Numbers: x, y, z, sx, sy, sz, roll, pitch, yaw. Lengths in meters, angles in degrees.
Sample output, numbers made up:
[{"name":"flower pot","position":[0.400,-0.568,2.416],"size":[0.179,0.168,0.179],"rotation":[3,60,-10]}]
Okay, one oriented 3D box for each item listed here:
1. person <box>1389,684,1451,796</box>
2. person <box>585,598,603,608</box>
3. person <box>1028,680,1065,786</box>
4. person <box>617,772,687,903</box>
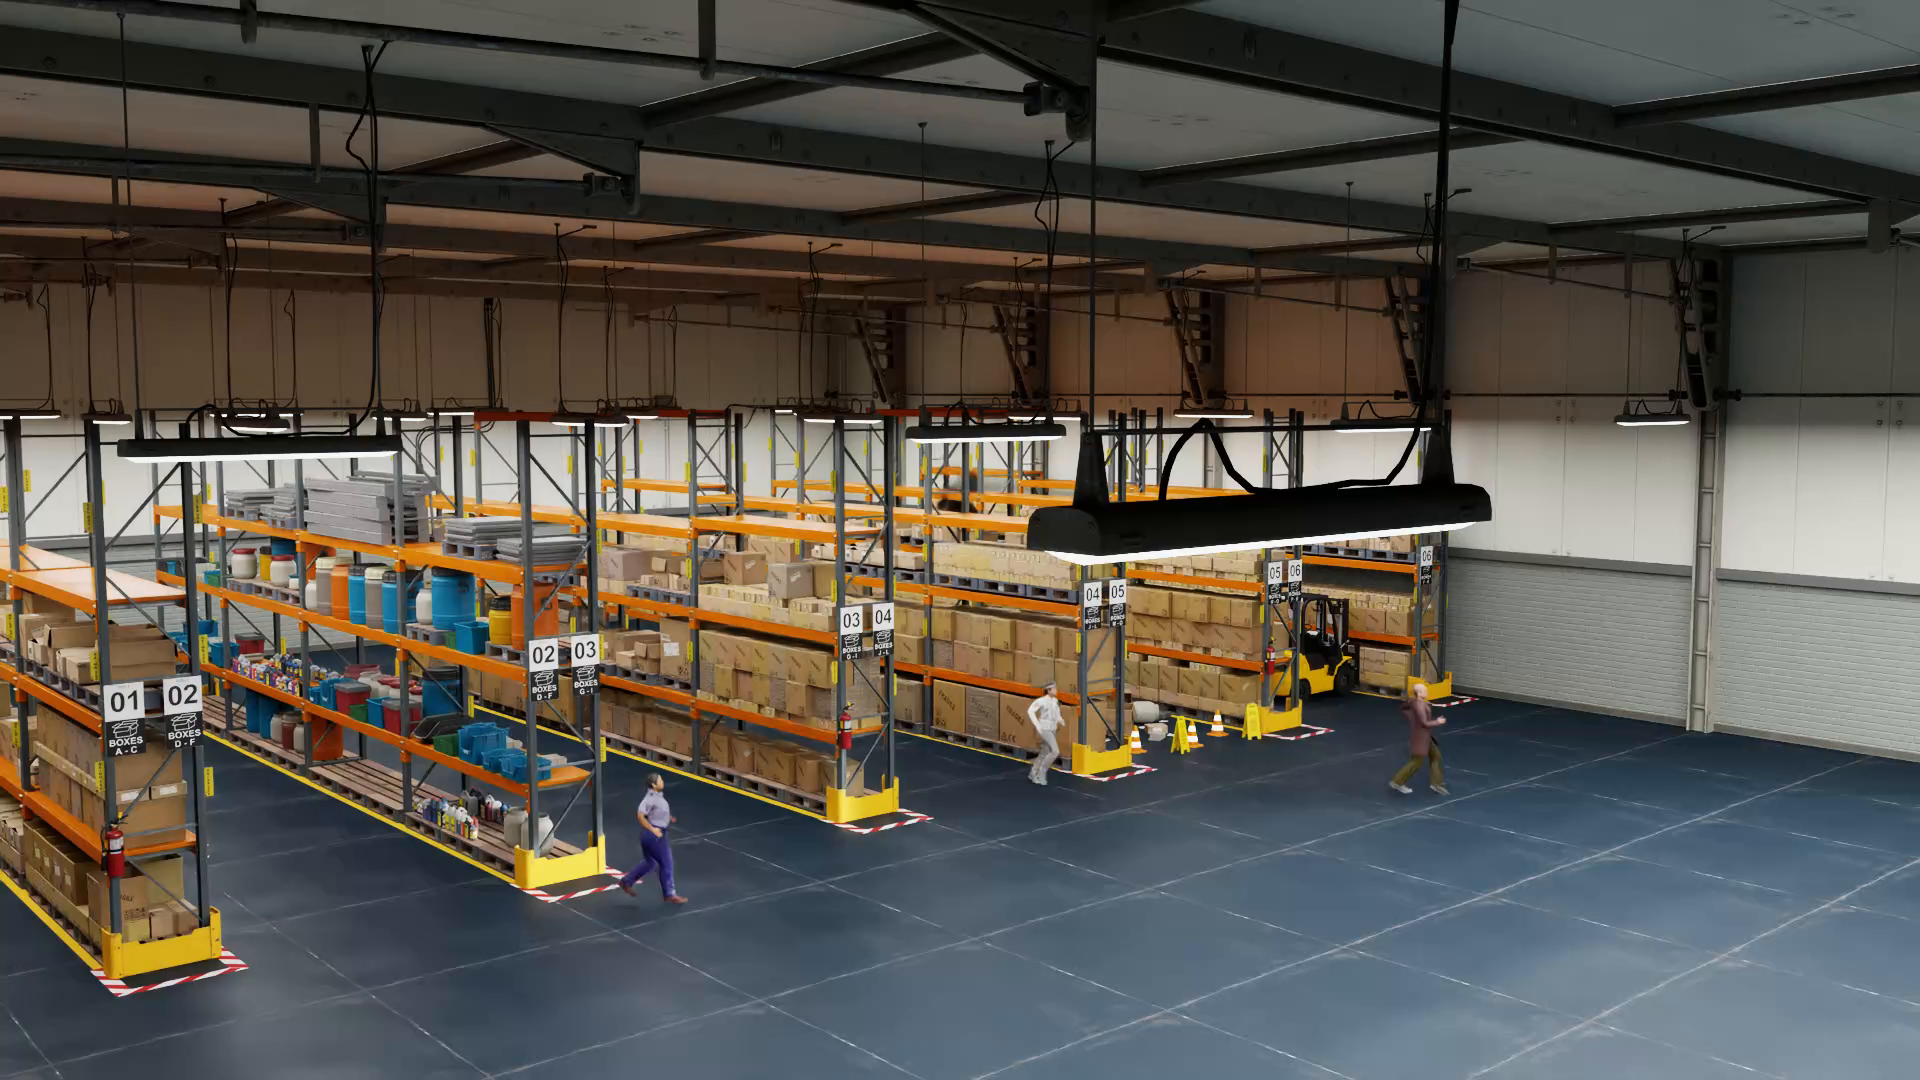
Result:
[{"name":"person","position":[7.267,3.156,26.211],"size":[0.973,1.811,0.729],"rotation":[1,5,11]},{"name":"person","position":[-9.014,1.830,40.850],"size":[1.007,1.773,0.694],"rotation":[-5,7,-42]},{"name":"person","position":[1.437,3.130,27.119],"size":[0.617,1.686,0.610],"rotation":[3,6,31]},{"name":"person","position":[-3.828,3.688,20.598],"size":[0.856,1.641,0.617],"rotation":[-1,5,-12]}]
